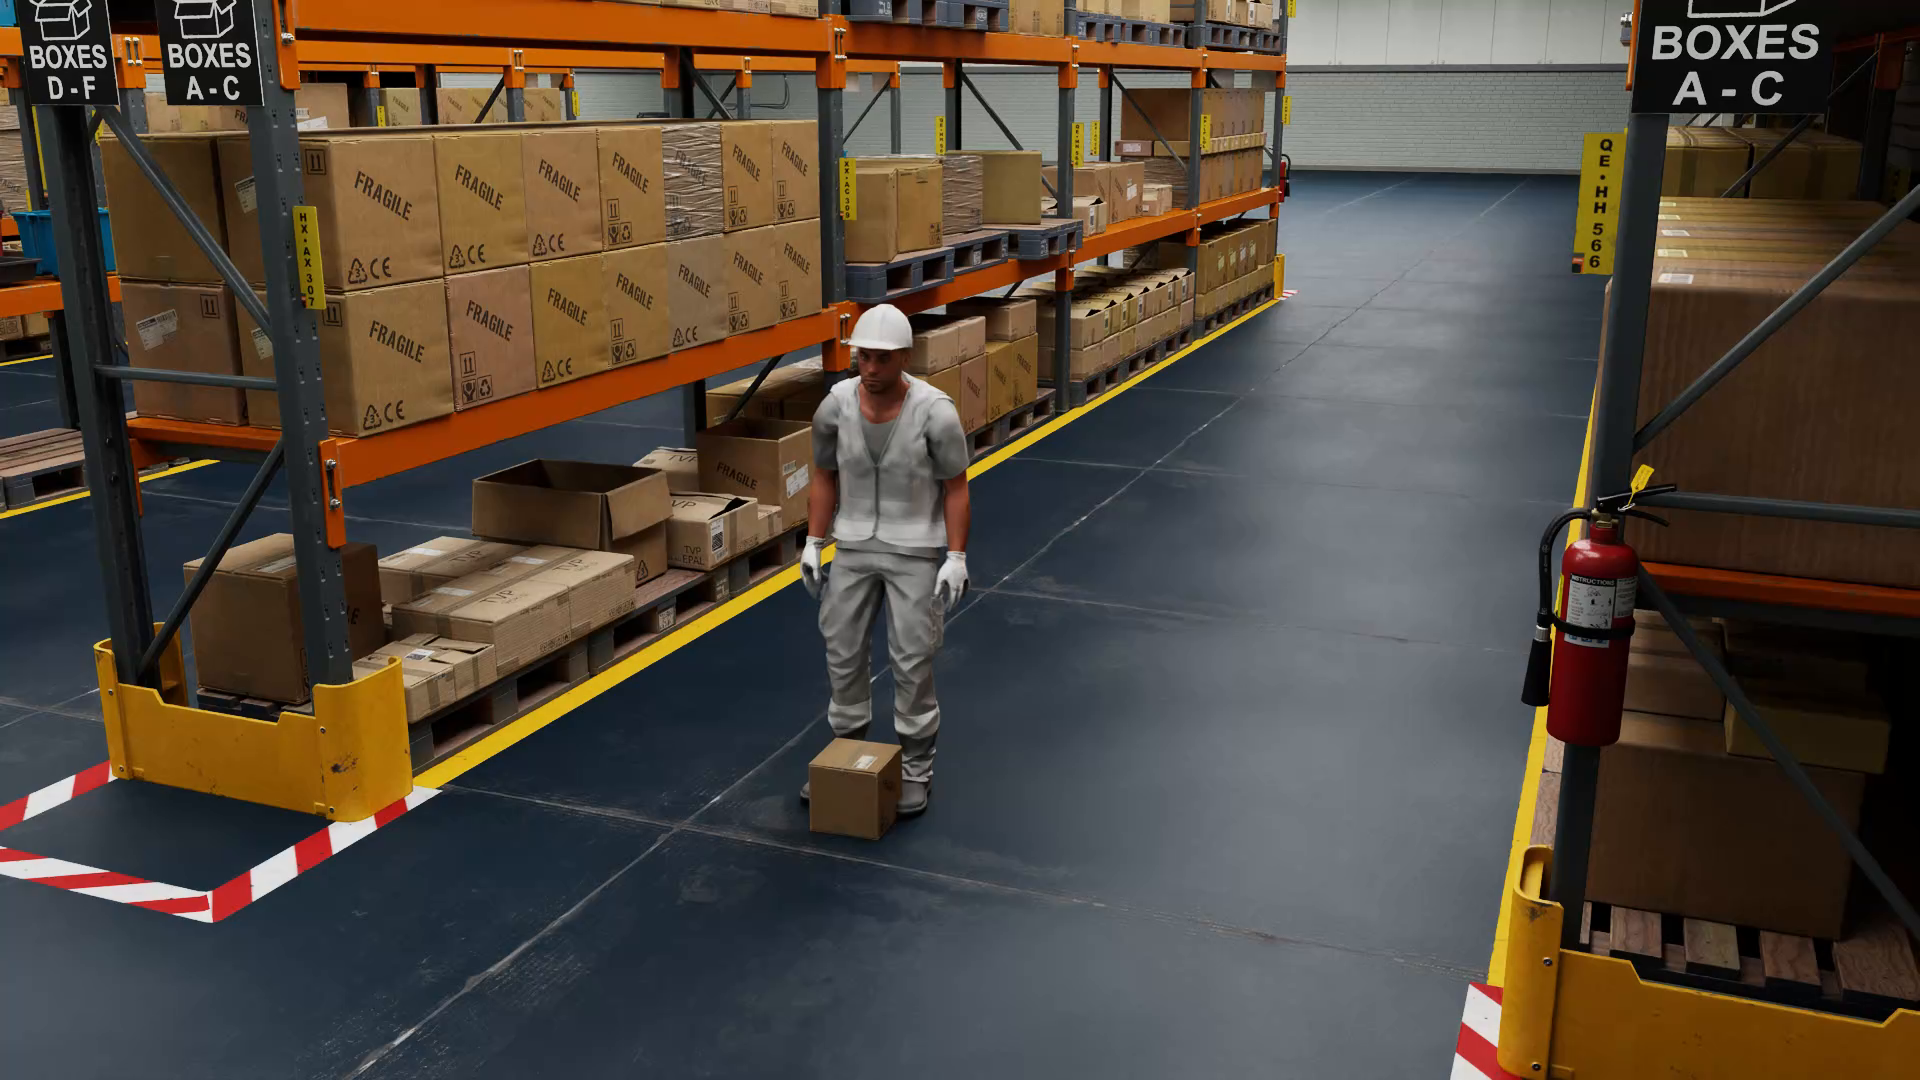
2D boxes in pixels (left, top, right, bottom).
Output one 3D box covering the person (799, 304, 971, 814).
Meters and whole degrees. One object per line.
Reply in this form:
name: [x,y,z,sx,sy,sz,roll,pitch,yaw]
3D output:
person: [-0.262,0.068,5.745,0.616,1.778,0.453,5,16,17]
